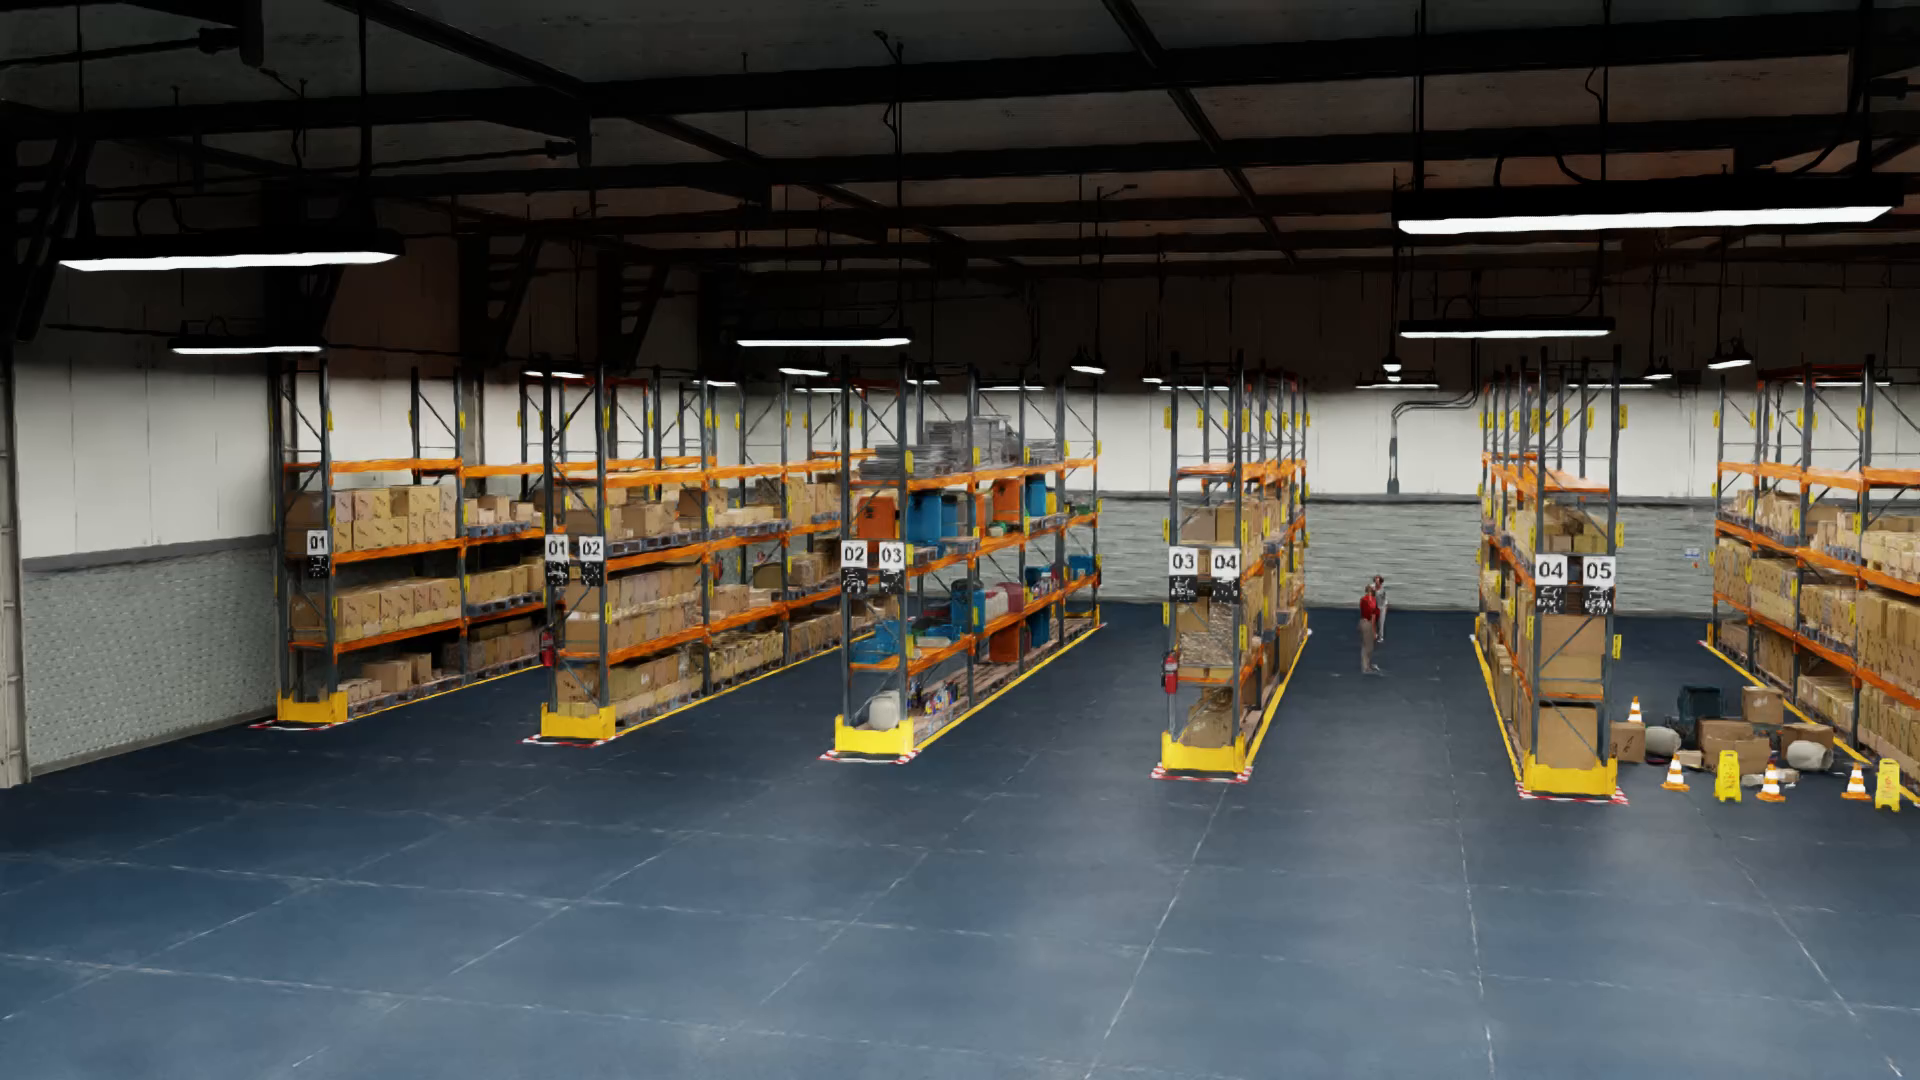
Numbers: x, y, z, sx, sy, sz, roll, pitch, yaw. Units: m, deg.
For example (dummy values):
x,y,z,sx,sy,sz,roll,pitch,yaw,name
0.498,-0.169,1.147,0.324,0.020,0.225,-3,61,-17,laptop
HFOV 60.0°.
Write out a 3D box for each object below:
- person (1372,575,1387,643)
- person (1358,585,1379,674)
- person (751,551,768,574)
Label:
x,y,z,sx,sy,sz,roll,pitch,yaw,name
9.439,1.527,37.605,0.417,1.517,1.036,1,4,18,person
8.153,1.751,33.004,0.476,1.738,0.625,-1,4,-9,person
-5.299,1.031,44.446,0.561,1.525,0.788,0,4,-3,person
